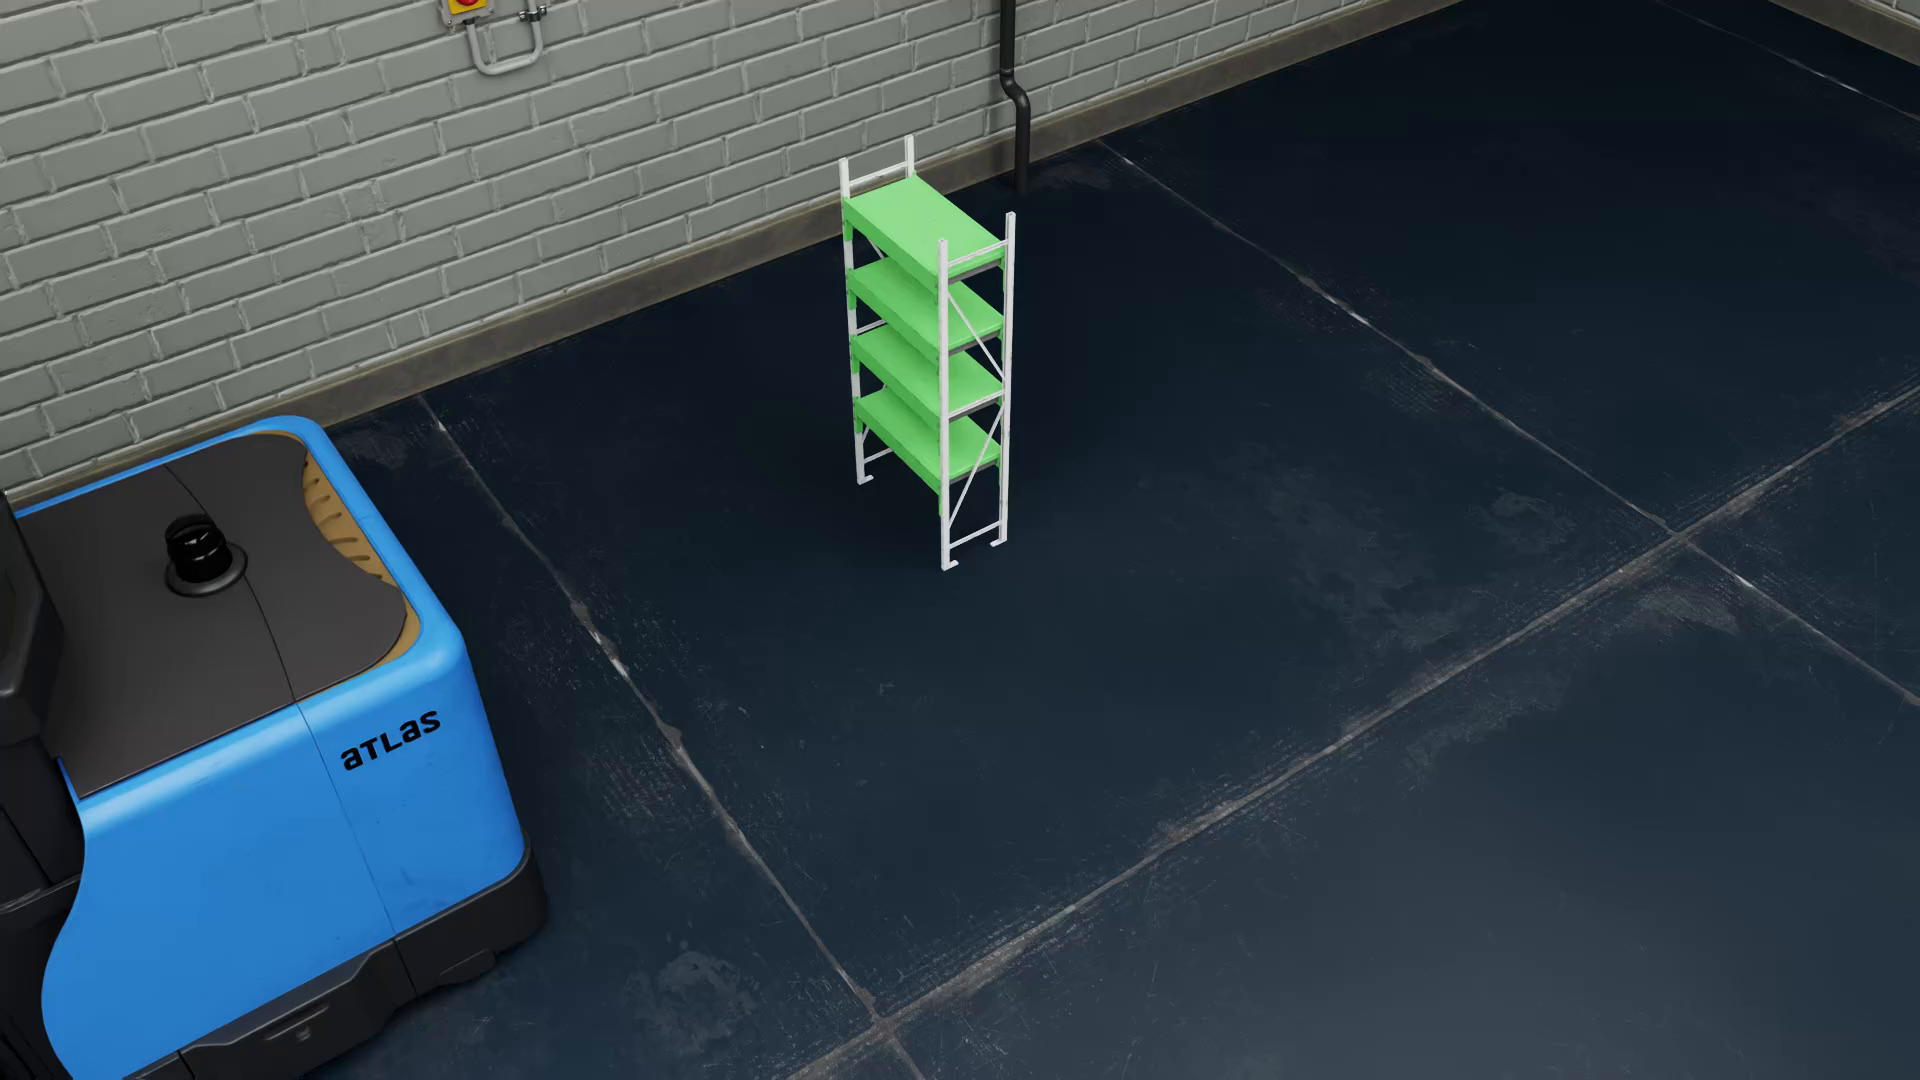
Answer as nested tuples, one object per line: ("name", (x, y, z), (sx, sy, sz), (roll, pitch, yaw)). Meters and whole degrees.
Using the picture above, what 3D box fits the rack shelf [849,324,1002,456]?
("rack shelf", (-0.095, -0.482, 4.978), (0.258, 0.148, 0.480), (-26, 49, -24))

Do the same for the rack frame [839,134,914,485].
("rack frame", (-0.234, -0.666, 5.079), (0.240, 1.200, 0.015), (-26, 49, -24))

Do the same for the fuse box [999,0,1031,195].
("fuse box", (0.285, -2.027, 6.134), (0.539, 1.711, 0.414), (-26, 49, -24))

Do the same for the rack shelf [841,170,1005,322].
("rack shelf", (-0.095, -0.829, 4.647), (0.258, 0.148, 0.480), (-26, 49, -24))

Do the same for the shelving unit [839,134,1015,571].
("shelving unit", (-0.095, -0.528, 4.934), (0.258, 1.200, 0.503), (-26, 49, -24))

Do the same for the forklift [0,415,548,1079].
("forklift", (-2.532, 0.250, 2.865), (3.031, 2.935, 1.130), (-26, 50, -25))

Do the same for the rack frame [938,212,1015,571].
("rack frame", (0.045, -0.390, 4.789), (0.240, 1.200, 0.015), (-26, 49, -24))

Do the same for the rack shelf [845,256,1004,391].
("rack shelf", (-0.095, -0.655, 4.812), (0.258, 0.148, 0.480), (-26, 49, -24))

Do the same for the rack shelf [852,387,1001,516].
("rack shelf", (-0.095, -0.308, 5.144), (0.258, 0.148, 0.480), (-26, 49, -24))

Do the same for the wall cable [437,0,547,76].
("wall cable", (-1.521, -2.124, 4.545), (0.585, 1.953, 0.123), (-26, 49, -24))
